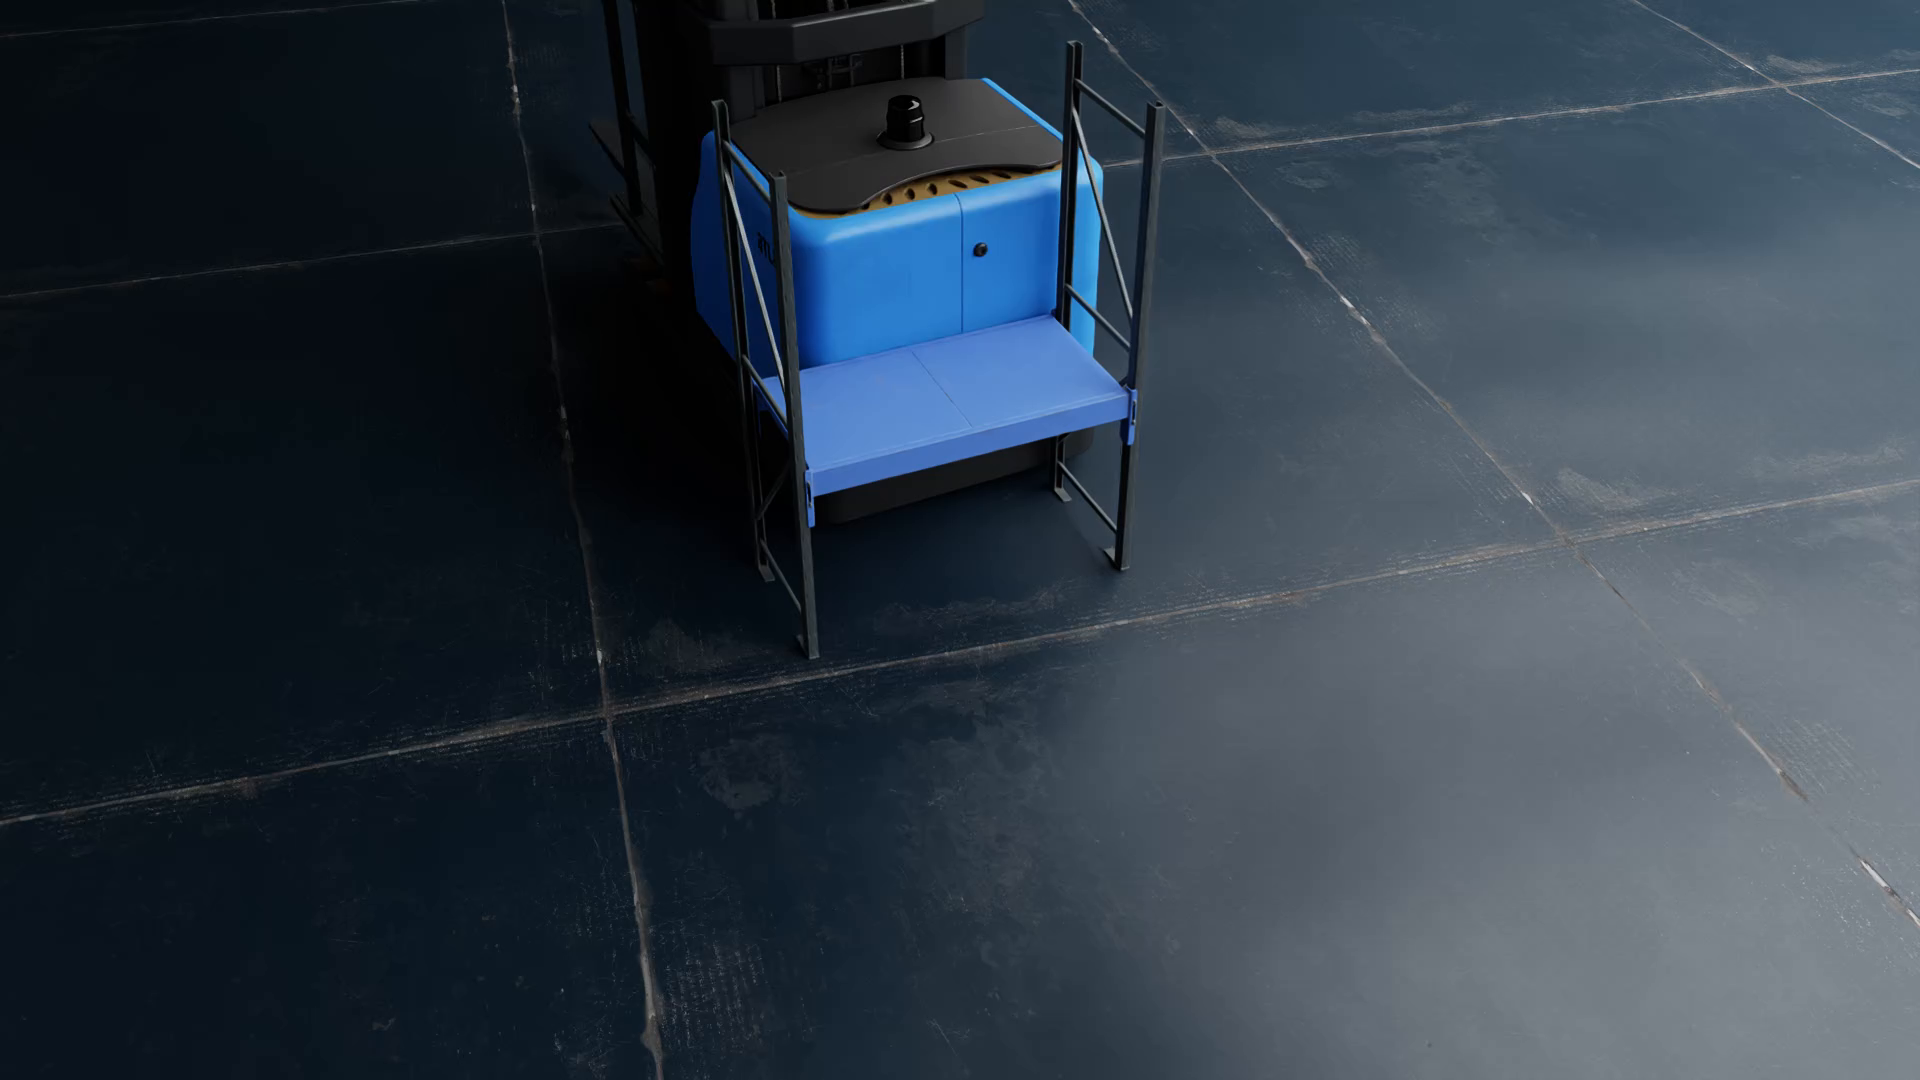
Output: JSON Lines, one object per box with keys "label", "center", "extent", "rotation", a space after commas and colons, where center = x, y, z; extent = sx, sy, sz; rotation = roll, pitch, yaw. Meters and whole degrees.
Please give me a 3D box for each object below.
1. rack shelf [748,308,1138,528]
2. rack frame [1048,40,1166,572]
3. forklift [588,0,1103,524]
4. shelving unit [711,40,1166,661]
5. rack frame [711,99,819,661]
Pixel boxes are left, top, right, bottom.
{"label": "rack shelf", "center": [-0.057, -0.372, 4.797], "extent": [1.000, 0.185, 0.538], "rotation": [-15, 40, -19]}
{"label": "rack frame", "center": [0.408, -0.640, 4.851], "extent": [0.032, 1.500, 0.500], "rotation": [-15, 40, -19]}
{"label": "forklift", "center": [-0.657, -2.099, 5.582], "extent": [1.130, 2.935, 3.031], "rotation": [-17, 40, -21]}
{"label": "shelving unit", "center": [-0.057, -0.515, 4.688], "extent": [1.048, 1.500, 0.538], "rotation": [-15, 40, -19]}
{"label": "rack frame", "center": [-0.522, -0.389, 4.524], "extent": [0.032, 1.500, 0.500], "rotation": [-15, 40, -19]}
